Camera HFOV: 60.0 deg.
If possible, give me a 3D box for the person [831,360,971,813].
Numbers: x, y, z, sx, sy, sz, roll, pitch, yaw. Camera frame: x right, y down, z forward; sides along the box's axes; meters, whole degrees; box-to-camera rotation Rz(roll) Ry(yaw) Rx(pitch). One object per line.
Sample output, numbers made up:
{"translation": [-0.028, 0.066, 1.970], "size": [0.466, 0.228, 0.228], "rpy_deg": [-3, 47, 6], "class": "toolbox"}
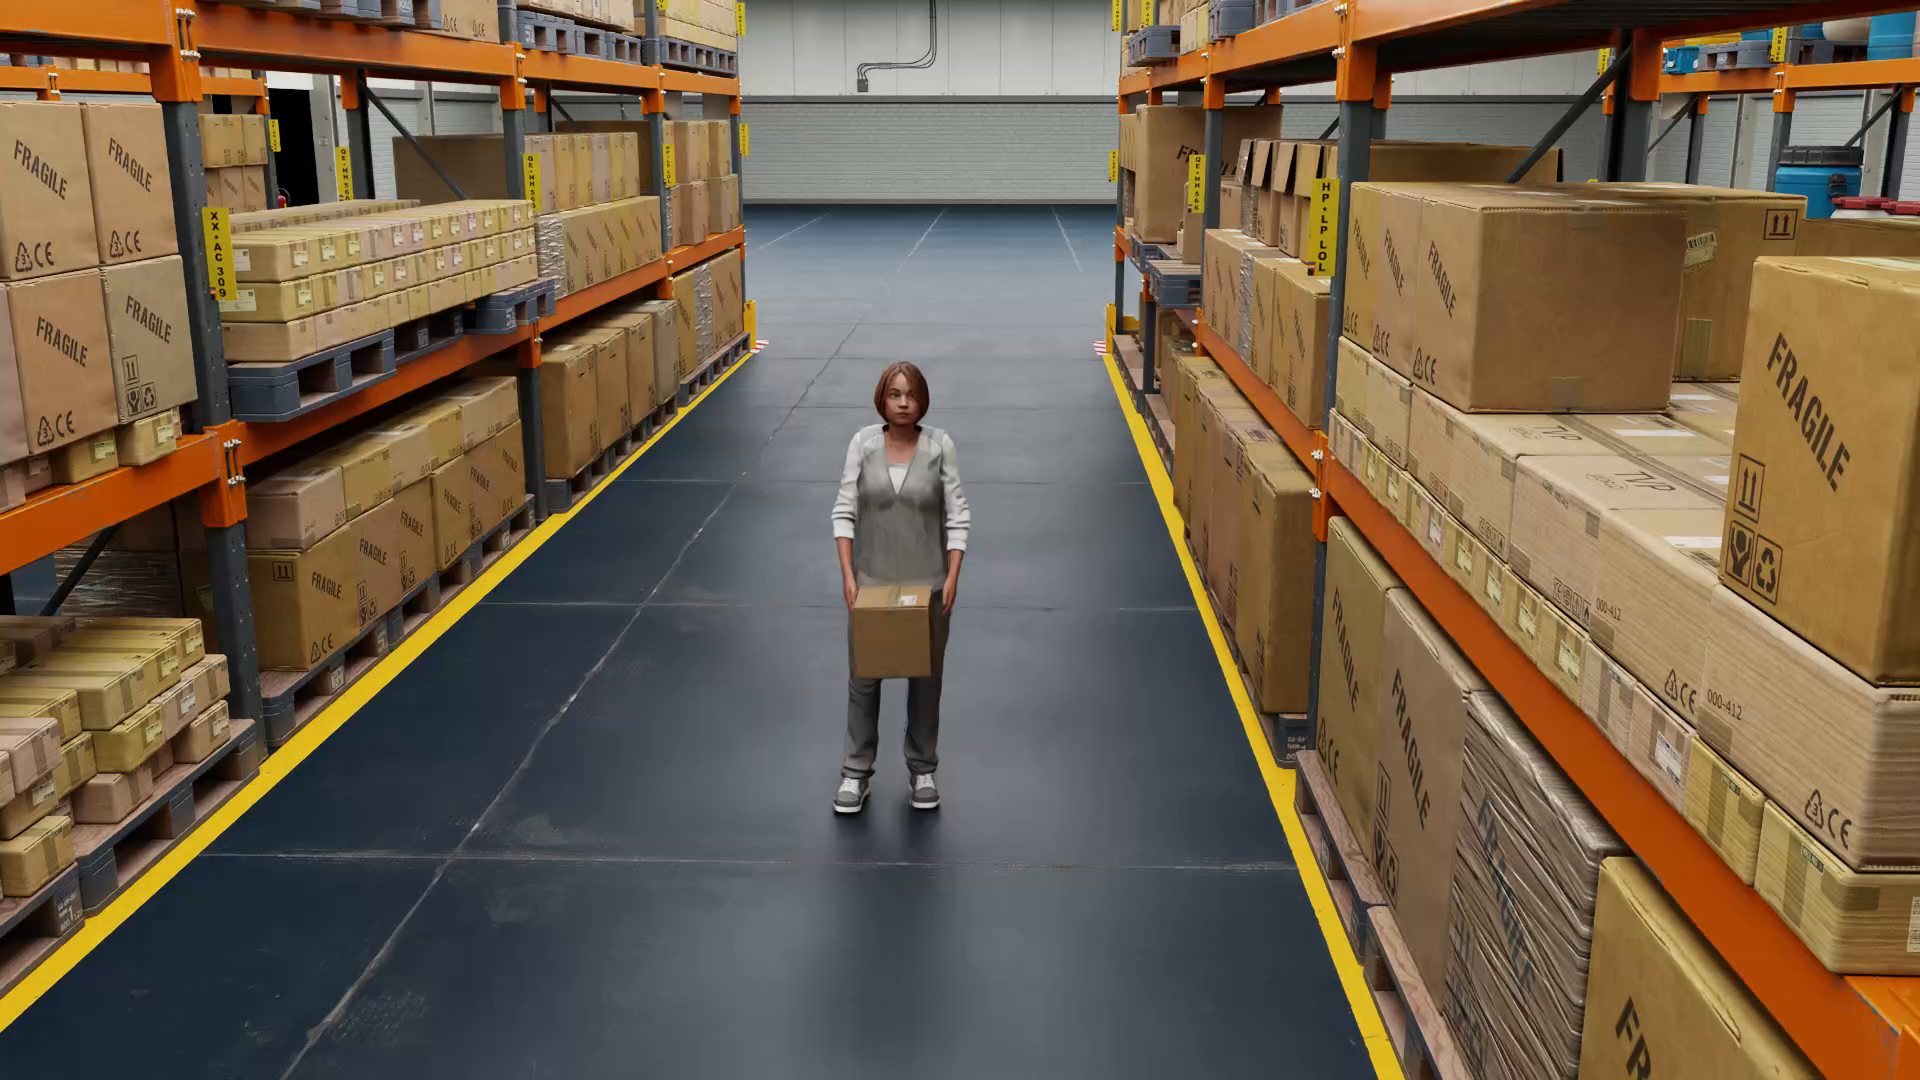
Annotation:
{"translation": [-0.206, 0.175, 5.817], "size": [0.487, 1.599, 0.376], "rpy_deg": [0, 14, 1], "class": "person"}
